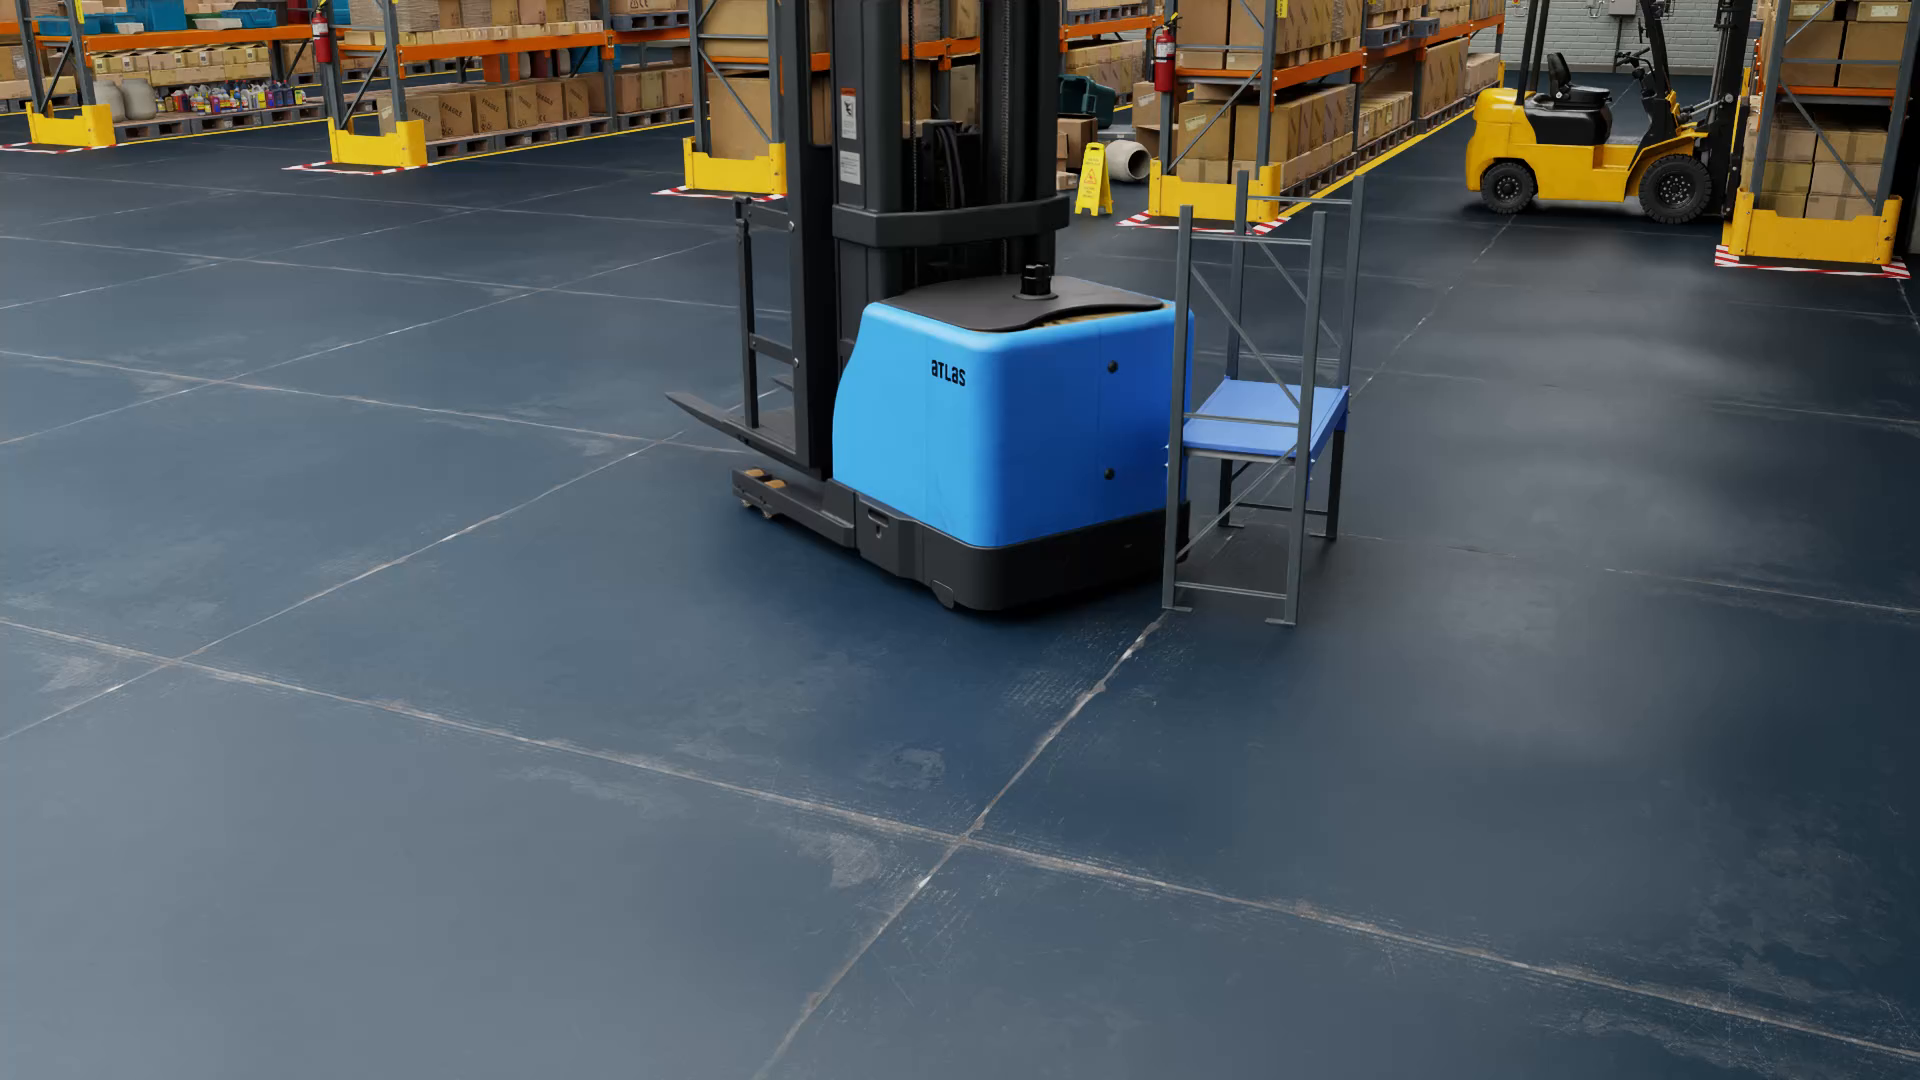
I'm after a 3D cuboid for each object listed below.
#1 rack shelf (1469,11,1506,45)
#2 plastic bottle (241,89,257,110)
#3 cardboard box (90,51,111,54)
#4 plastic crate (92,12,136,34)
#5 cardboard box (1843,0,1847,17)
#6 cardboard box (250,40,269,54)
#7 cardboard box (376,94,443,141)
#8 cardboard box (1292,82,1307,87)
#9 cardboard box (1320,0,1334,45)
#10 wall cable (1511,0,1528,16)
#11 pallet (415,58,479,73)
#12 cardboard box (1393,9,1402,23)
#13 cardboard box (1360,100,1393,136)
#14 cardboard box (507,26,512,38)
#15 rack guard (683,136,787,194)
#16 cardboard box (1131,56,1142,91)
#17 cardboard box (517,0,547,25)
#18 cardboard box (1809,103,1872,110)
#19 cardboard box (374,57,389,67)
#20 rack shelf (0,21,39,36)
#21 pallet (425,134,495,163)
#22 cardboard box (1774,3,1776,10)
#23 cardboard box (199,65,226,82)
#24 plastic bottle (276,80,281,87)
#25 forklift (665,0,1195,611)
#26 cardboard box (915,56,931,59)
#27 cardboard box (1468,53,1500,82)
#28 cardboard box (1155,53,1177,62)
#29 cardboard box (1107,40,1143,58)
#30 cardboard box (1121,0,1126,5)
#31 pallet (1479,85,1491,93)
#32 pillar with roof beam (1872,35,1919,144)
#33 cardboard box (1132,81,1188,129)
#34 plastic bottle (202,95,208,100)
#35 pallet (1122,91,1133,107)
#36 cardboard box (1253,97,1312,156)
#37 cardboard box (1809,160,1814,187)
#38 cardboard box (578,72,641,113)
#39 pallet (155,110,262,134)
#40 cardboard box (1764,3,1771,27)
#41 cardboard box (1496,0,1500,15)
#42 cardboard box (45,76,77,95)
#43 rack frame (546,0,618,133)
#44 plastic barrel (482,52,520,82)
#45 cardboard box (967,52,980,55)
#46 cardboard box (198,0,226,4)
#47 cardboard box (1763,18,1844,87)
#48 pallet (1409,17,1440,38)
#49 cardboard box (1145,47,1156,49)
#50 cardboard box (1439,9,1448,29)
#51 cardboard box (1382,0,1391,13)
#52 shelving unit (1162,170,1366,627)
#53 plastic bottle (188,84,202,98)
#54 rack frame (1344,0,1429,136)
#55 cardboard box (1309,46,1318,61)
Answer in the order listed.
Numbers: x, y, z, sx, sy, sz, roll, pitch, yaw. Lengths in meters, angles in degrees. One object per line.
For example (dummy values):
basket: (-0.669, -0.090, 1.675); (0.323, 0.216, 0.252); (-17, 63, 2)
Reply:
rack shelf: (8.040, -8.327, 26.980); (1.077, 0.370, 4.000); (9, 21, 23)
plastic bottle: (-9.896, -6.129, 23.135); (0.152, 0.276, 0.135); (9, 21, 24)
cardboard box: (-14.020, -7.819, 27.117); (0.500, 0.311, 0.500); (9, 22, 24)
plastic crate: (-11.049, -6.747, 21.686); (0.499, 0.251, 0.408); (9, 21, 23)
cardboard box: (7.366, -4.288, 13.432); (0.380, 0.149, 0.250); (8, 21, 22)
cardboard box: (-14.977, -10.688, 35.649); (0.700, 0.500, 0.500); (9, 21, 23)
cardboard box: (-6.463, -4.955, 19.528); (0.500, 0.500, 0.500); (13, 23, 33)
cardboard box: (3.457, -4.721, 18.125); (0.500, 0.500, 0.500); (10, 22, 25)
cardboard box: (3.372, -5.151, 16.384); (0.500, 0.500, 0.500); (8, 21, 22)
wall cable: (11.147, -11.498, 33.259); (0.585, 1.953, 0.123); (9, 21, 23)
pallet: (-10.574, -9.670, 33.846); (1.003, 0.211, 1.213); (9, 21, 23)
cardboard box: (5.019, -6.209, 19.698); (0.380, 0.149, 0.250); (9, 22, 25)
cardboard box: (4.732, -5.162, 20.303); (0.950, 0.372, 0.625); (9, 22, 24)
cardboard box: (-5.715, -6.222, 20.362); (0.380, 0.149, 0.250); (9, 21, 23)
rack guard: (-2.260, -3.849, 17.046); (1.175, 0.500, 0.348); (9, 21, 23)
cardboard box: (2.591, -7.462, 26.578); (0.500, 0.500, 0.500); (8, 21, 22)
cardboard box: (-5.686, -6.712, 20.773); (0.875, 0.500, 0.500); (9, 21, 23)
cardboard box: (8.257, -3.968, 15.635); (0.500, 0.250, 0.500); (8, 21, 22)
cardboard box: (-11.212, -9.311, 31.747); (0.500, 0.500, 0.500); (9, 21, 23)
rack shelf: (-14.951, -7.379, 24.314); (1.077, 0.370, 4.000); (9, 21, 23)
pallet: (-6.338, -4.699, 19.866); (1.003, 0.211, 1.213); (9, 21, 23)
cardboard box: (7.554, -4.833, 14.965); (0.380, 0.149, 0.250); (8, 21, 21)
cardboard box: (-12.903, -7.948, 28.319); (0.500, 0.250, 0.500); (9, 22, 24)
plastic bottle: (-9.747, -6.391, 23.759); (0.144, 0.351, 0.185); (9, 21, 23)
forklift: (-0.352, -1.558, 6.976); (1.130, 2.935, 3.031); (-13, 23, -32)
cardboard box: (-1.108, -9.077, 30.559); (0.875, 0.875, 0.875); (9, 21, 23)
cardboard box: (8.680, -8.052, 28.331); (0.875, 0.438, 0.875); (8, 21, 21)
cardboard box: (3.484, -8.224, 28.357); (0.380, 0.149, 0.250); (9, 21, 24)
cardboard box: (2.590, -7.814, 26.448); (0.500, 0.250, 0.500); (8, 21, 21)
cardboard box: (2.369, -8.402, 25.865); (0.380, 0.149, 0.250); (7, 21, 20)
pallet: (8.102, -7.337, 27.283); (1.003, 0.211, 1.213); (9, 21, 23)
pillar with roof beam: (6.474, -9.047, 18.977); (9.100, 9.000, 0.400); (9, 21, 23)
cardboard box: (2.309, -5.023, 19.216); (0.500, 0.500, 0.500); (9, 21, 23)
plastic bottle: (-10.523, -6.100, 23.163); (0.097, 0.201, 0.097); (0, 20, 0)
pallet: (2.347, -7.151, 26.761); (1.003, 0.211, 1.213); (9, 21, 23)
cardboard box: (3.109, -4.018, 16.148); (0.500, 0.500, 0.500); (8, 21, 21)
cardboard box: (7.415, -3.114, 13.980); (0.500, 0.250, 0.500); (8, 21, 22)
cardboard box: (-4.825, -6.183, 22.952); (0.700, 0.500, 0.500); (7, 21, 19)
pallet: (-10.426, -5.761, 22.852); (1.003, 0.211, 1.213); (9, 21, 23)
cardboard box: (8.647, -5.437, 17.259); (0.500, 0.250, 0.500); (8, 21, 21)
cardboard box: (8.684, -8.989, 27.619); (0.500, 0.500, 0.500); (8, 21, 22)
cardboard box: (-14.122, -7.060, 25.820); (0.500, 0.250, 0.500); (9, 21, 23)
rack frame: (-5.096, -6.969, 22.087); (1.000, 3.000, 0.127); (9, 21, 23)
plastic barrel: (-7.791, -8.198, 28.157); (0.600, 0.830, 0.708); (9, 21, 23)
cardboard box: (0.695, -6.444, 23.343); (1.050, 0.750, 0.750); (8, 21, 22)
cardboard box: (-13.037, -9.263, 28.672); (0.500, 0.311, 0.500); (8, 21, 22)
cardboard box: (6.799, -3.940, 13.421); (0.500, 0.500, 0.500); (8, 21, 21)
pallet: (5.389, -6.509, 21.080); (1.213, 0.211, 1.003); (9, 21, 23)
cardboard box: (3.554, -8.787, 29.939); (0.380, 0.149, 0.250); (8, 21, 23)
cardboard box: (6.428, -7.195, 22.947); (0.500, 0.250, 0.500); (9, 22, 24)
cardboard box: (4.604, -6.251, 18.850); (0.500, 0.500, 0.500); (9, 21, 23)
shelving unit: (1.172, -0.583, 6.370); (0.538, 1.500, 1.048); (7, 21, 19)
plastic bottle: (-10.651, -6.173, 23.147); (0.144, 0.351, 0.185); (10, 22, 25)
rack frame: (5.583, -6.832, 21.702); (1.000, 3.000, 0.127); (9, 21, 23)
cardboard box: (3.318, -4.813, 16.400); (0.380, 0.149, 0.250); (8, 21, 21)
